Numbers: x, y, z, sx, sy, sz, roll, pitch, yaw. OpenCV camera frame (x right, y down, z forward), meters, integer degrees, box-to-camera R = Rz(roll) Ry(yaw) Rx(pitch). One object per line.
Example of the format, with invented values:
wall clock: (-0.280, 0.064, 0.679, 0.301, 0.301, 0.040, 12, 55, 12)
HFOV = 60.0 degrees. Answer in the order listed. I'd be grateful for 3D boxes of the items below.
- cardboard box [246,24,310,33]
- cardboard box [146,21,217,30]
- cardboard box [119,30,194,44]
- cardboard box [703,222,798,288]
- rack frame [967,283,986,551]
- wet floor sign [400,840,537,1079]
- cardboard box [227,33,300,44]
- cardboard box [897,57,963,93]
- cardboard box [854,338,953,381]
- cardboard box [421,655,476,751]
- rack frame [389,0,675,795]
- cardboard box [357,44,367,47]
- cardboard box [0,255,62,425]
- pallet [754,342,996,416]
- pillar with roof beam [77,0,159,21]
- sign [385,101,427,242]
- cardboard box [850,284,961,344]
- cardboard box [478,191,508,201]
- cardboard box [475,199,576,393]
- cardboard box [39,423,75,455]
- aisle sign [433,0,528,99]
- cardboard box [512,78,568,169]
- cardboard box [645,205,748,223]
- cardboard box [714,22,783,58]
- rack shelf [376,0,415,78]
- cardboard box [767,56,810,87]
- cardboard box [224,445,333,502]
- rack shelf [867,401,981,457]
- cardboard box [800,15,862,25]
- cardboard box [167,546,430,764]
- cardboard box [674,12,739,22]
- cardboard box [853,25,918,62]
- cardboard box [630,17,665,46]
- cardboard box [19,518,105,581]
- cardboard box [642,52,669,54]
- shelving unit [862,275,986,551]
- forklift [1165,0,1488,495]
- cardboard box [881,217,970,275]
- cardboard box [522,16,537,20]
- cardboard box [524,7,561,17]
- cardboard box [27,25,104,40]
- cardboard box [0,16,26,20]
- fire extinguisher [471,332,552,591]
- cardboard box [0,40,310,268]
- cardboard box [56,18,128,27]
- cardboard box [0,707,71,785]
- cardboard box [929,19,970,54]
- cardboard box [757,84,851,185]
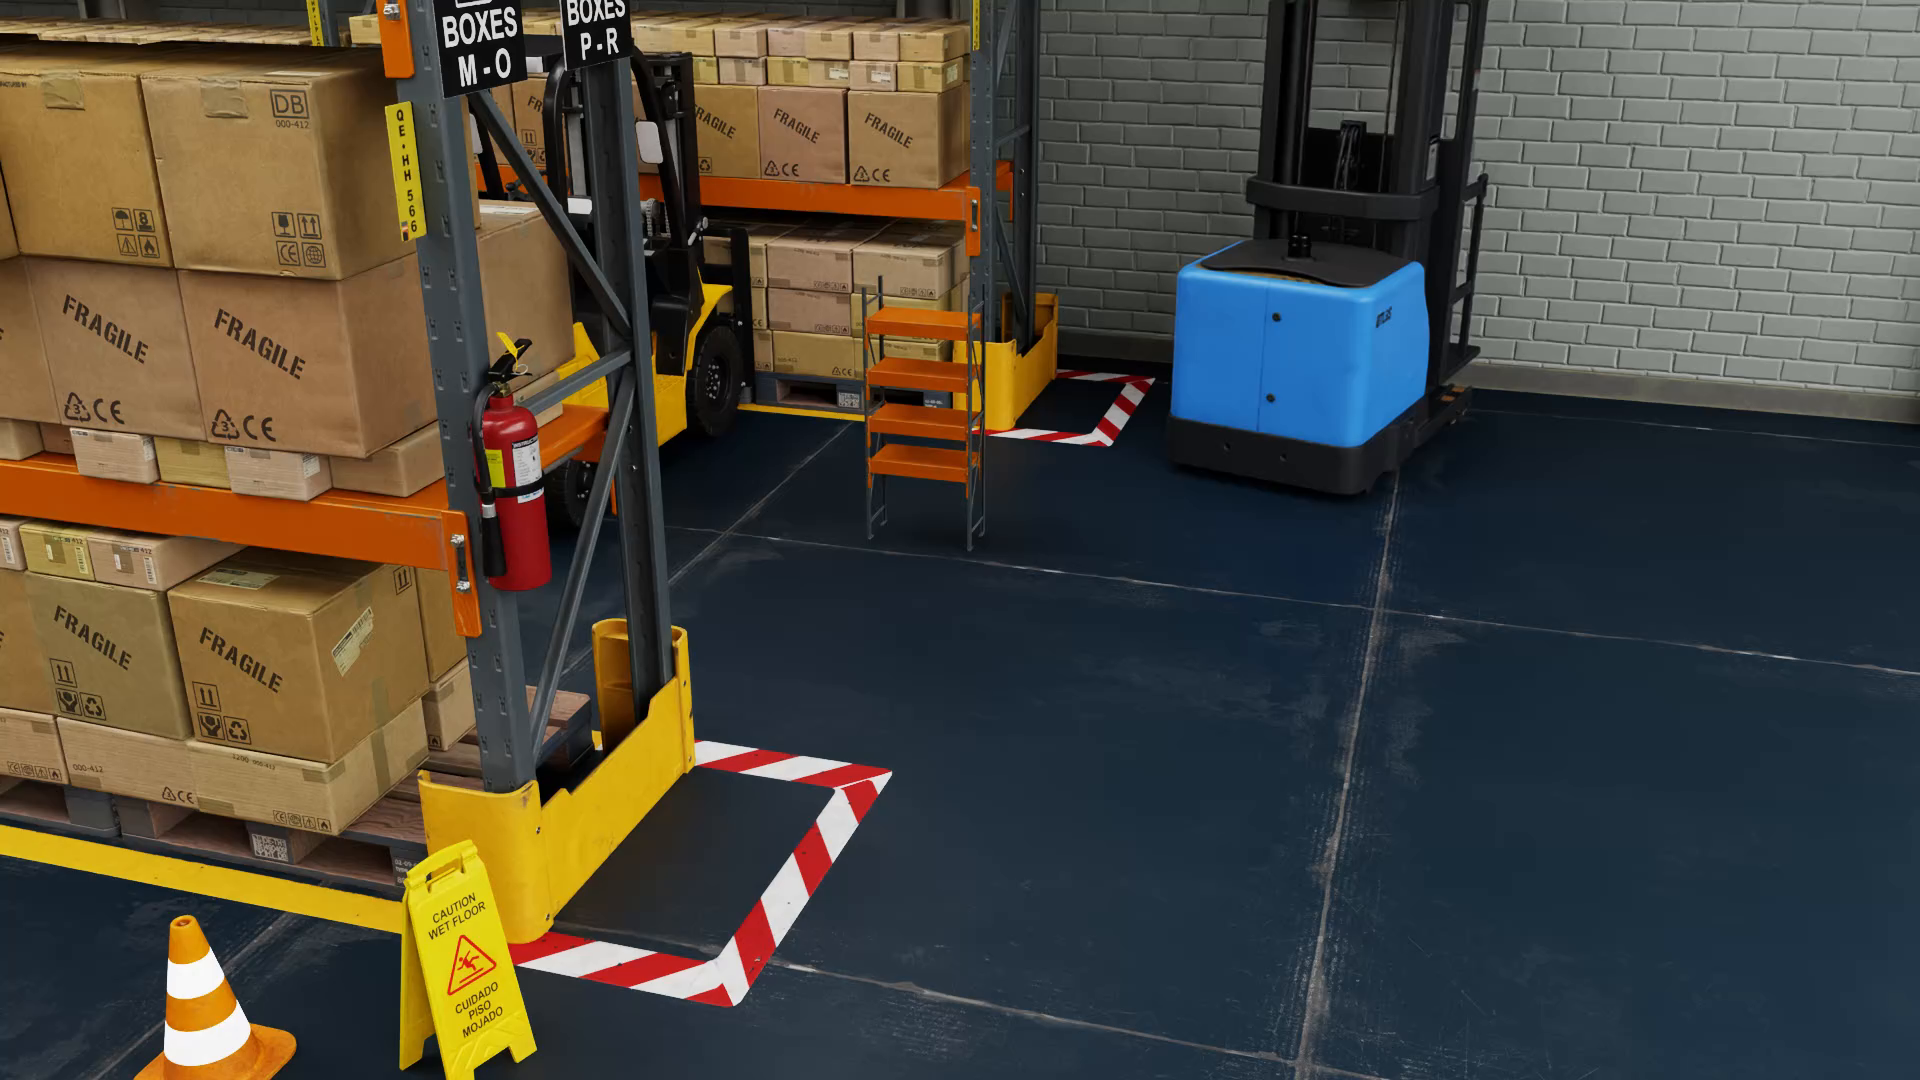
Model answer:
cardboard box: (-4.330, -3.200, 10.632, 0.250, 0.149, 0.380, 6, 23, 15)
cardboard box: (-5.055, -3.283, 10.833, 0.250, 0.149, 0.380, 6, 23, 15)
cardboard box: (-4.961, -3.064, 10.300, 0.250, 0.149, 0.380, 6, 23, 14)
cardboard box: (-1.253, -1.650, 9.592, 0.500, 0.250, 0.500, 7, 23, 16)
rack frame: (0.075, -0.547, 7.521, 0.015, 1.200, 0.240, 7, 23, 16)
wet floor sign: (-1.303, 1.080, 4.286, 0.232, 0.644, 0.267, 16, 27, 34)
cardboard box: (-4.219, -2.986, 10.110, 0.250, 0.149, 0.380, 6, 23, 15)
cardboard box: (-0.159, -2.505, 8.938, 0.250, 0.149, 0.380, 7, 23, 16)
cardboard box: (-0.287, -1.081, 9.523, 0.500, 0.250, 0.500, 7, 23, 16)
cardboard box: (-1.868, 0.471, 5.740, 0.500, 0.250, 0.500, 6, 23, 15)
rack frame: (-1.176, -0.418, 4.838, 0.127, 3.000, 1.000, 7, 23, 16)
cardboard box: (-3.346, -2.877, 9.844, 0.250, 0.149, 0.380, 6, 23, 15)
cardboard box: (-2.731, -0.674, 4.938, 0.500, 0.500, 0.500, 6, 23, 15)
pallet: (-0.490, -1.001, 9.932, 1.213, 0.211, 1.003, 7, 23, 16)
pillar with roof beam: (-7.140, -4.495, 6.871, 0.400, 9.000, 9.100, 7, 23, 16)
sign: (-1.355, -0.901, 4.072, 0.005, 0.325, 0.100, 7, 23, 16)
cardboard box: (-0.302, -1.315, 9.436, 0.500, 0.250, 0.500, 6, 23, 15)
cardboard box: (-3.048, -2.062, 10.596, 0.500, 0.250, 0.500, 7, 23, 17)
cardboard box: (-1.549, -0.755, 5.134, 0.500, 0.500, 0.500, 6, 23, 15)
cardboard box: (-2.569, -0.385, 5.088, 0.250, 0.149, 0.380, 7, 23, 16)
aisle sign: (-1.200, -1.509, 4.071, 0.004, 0.787, 0.394, 7, 23, 16)
cardboard box: (-2.237, -2.457, 9.676, 0.500, 0.500, 0.500, 6, 23, 15)
cardboard box: (-1.595, -1.899, 10.200, 0.500, 0.250, 0.500, 6, 23, 14)
cardboard box: (-1.151, -2.746, 9.134, 0.250, 0.149, 0.380, 7, 23, 17)
rack shelf: (-3.091, -1.693, 4.939, 4.000, 0.370, 1.077, 7, 23, 16)
cardboard box: (-0.877, -2.604, 9.179, 0.250, 0.149, 0.380, 6, 23, 15)
cardboard box: (-1.870, -0.253, 4.765, 0.250, 0.149, 0.380, 6, 23, 15)
rack shelf: (-0.158, -0.511, 7.612, 0.480, 0.148, 0.258, 7, 23, 16)
cardboard box: (-0.736, -2.918, 9.553, 0.250, 0.149, 0.380, 7, 23, 16)
cardboard box: (-2.018, 0.319, 5.120, 0.500, 0.500, 0.500, 7, 23, 16)
cardboard box: (-1.478, -3.001, 9.754, 0.250, 0.149, 0.380, 7, 23, 16)
cardboard box: (-0.395, -2.685, 8.984, 0.250, 0.149, 0.380, 7, 23, 16)
cardboard box: (-1.856, -2.869, 9.433, 0.250, 0.149, 0.380, 7, 23, 16)
cardboard box: (-2.629, -0.025, 5.106, 0.250, 0.149, 0.380, 7, 23, 16)
cardboard box: (-1.607, -2.697, 9.405, 0.250, 0.149, 0.380, 6, 23, 15)
shelving unit: (-0.158, -0.573, 7.587, 0.503, 1.200, 0.258, 7, 23, 16)
forklift: (2.274, -2.087, 8.996, 1.130, 2.935, 3.031, 13, 26, 29)
cardboard box: (-0.151, -1.728, 9.784, 0.500, 0.250, 0.500, 6, 23, 15)
cardboard box: (-2.616, -2.916, 9.548, 0.250, 0.149, 0.380, 7, 23, 17)
cardboard box: (-2.439, -3.148, 10.114, 0.250, 0.149, 0.380, 6, 23, 14)
cardboard box: (-5.669, -3.173, 10.565, 0.250, 0.149, 0.380, 7, 23, 16)
cardboard box: (-6.522, -3.445, 11.229, 0.250, 0.149, 0.380, 7, 23, 15)
fire extinguisher: (-1.199, -0.203, 4.413, 0.183, 0.674, 0.296, 7, 23, 16)
cardboard box: (-2.210, -1.100, 4.657, 0.500, 0.500, 0.700, 7, 23, 16)
cardboard box: (-5.776, -3.389, 11.094, 0.250, 0.149, 0.380, 6, 23, 15)
cardboard box: (-3.024, 0.554, 5.538, 0.500, 0.250, 0.500, 6, 23, 14)
cardboard box: (-0.006, -2.821, 9.316, 0.250, 0.149, 0.380, 6, 23, 14)
cardboard box: (-0.787, -2.287, 9.262, 0.500, 0.500, 0.500, 7, 23, 17)
